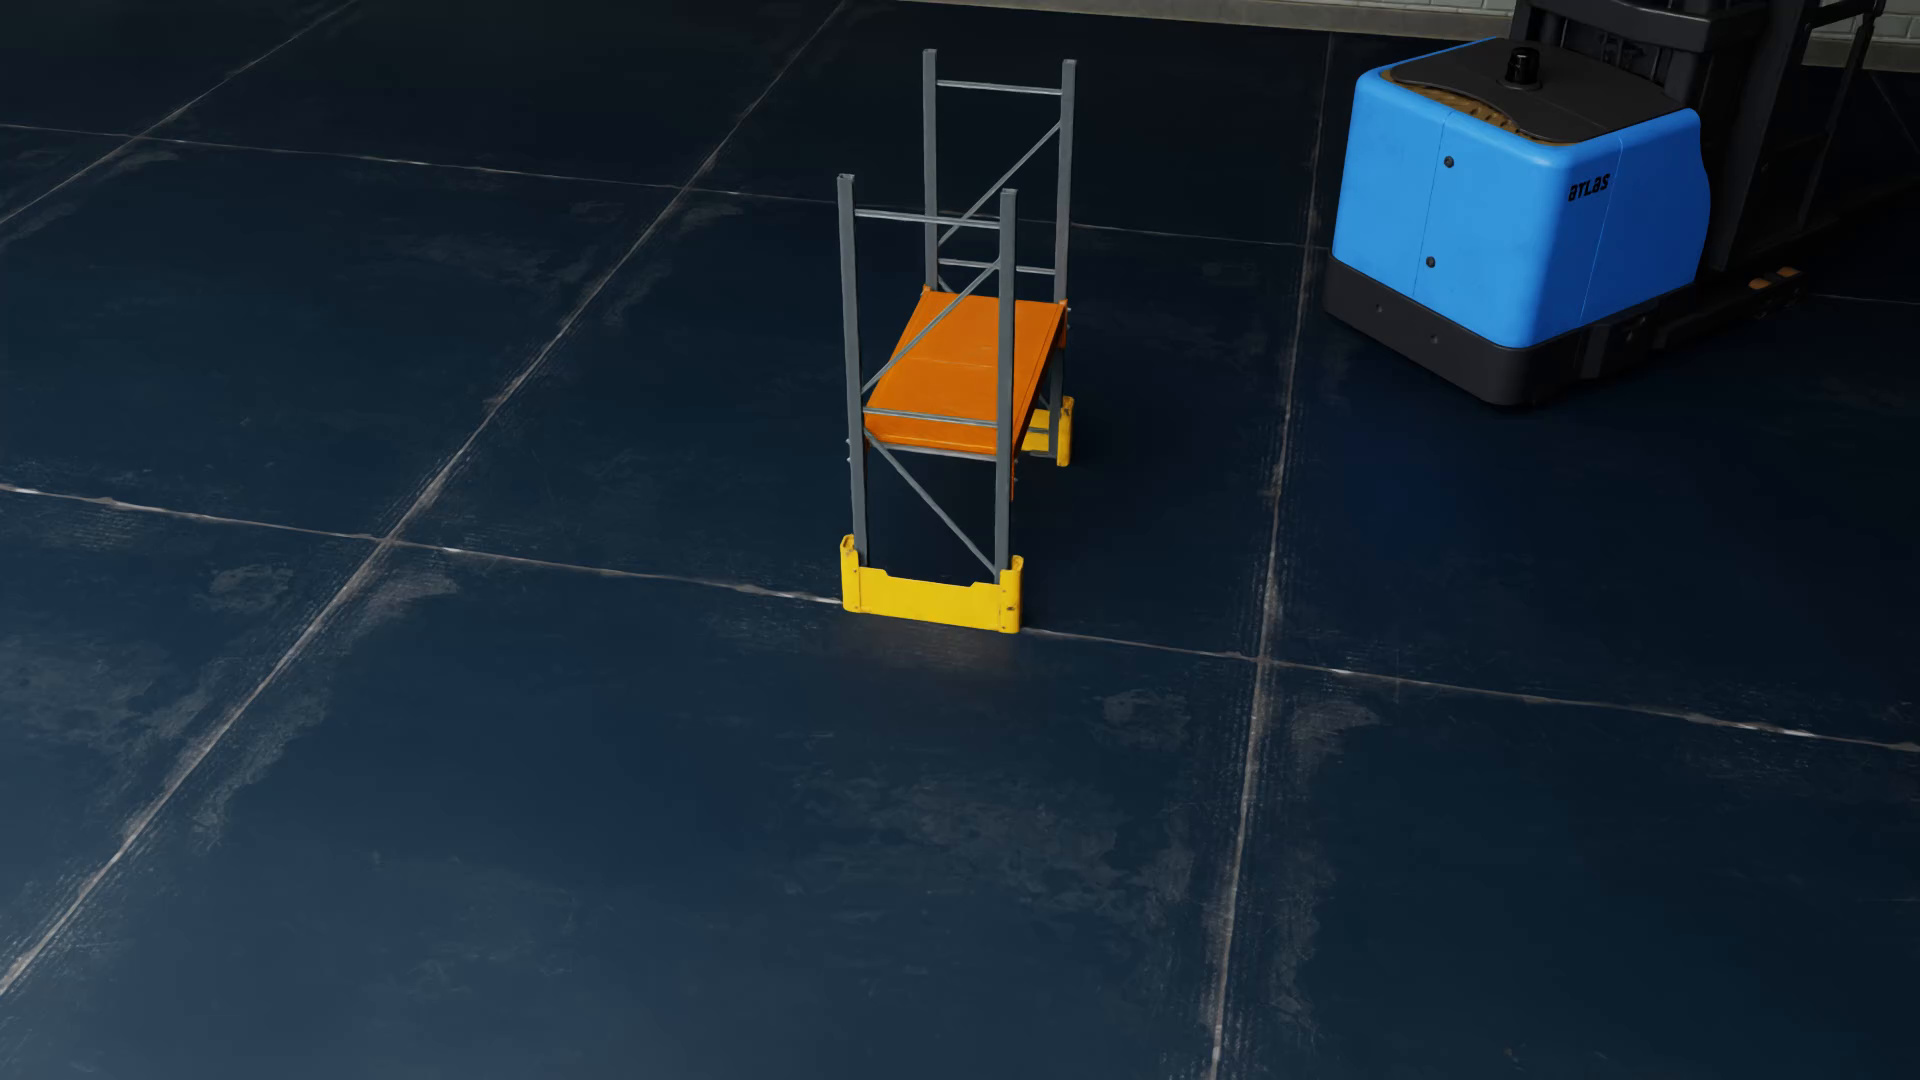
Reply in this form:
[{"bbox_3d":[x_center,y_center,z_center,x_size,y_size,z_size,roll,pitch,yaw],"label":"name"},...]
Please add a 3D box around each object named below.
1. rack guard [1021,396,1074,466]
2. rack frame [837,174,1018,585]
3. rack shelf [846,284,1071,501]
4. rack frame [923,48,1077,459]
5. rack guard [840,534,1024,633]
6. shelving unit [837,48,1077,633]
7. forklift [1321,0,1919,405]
[{"bbox_3d":[0.123,-0.430,6.131,0.587,0.250,0.087,7,37,10],"label":"rack guard"},{"bbox_3d":[-0.090,-0.365,4.975,0.500,1.500,0.032,7,37,10],"label":"rack frame"},{"bbox_3d":[0.018,-0.511,5.483,0.538,0.185,1.000,7,37,10],"label":"rack shelf"},{"bbox_3d":[0.127,-0.948,5.779,0.500,1.500,0.032,7,37,10],"label":"rack frame"},{"bbox_3d":[-0.090,0.141,5.343,0.587,0.250,0.087,7,37,10],"label":"rack guard"},{"bbox_3d":[0.016,-0.651,5.370,0.587,1.500,1.083,7,37,10],"label":"shelving unit"},{"bbox_3d":[3.027,-2.363,6.513,3.031,2.935,1.130,-21,41,-27],"label":"forklift"}]
